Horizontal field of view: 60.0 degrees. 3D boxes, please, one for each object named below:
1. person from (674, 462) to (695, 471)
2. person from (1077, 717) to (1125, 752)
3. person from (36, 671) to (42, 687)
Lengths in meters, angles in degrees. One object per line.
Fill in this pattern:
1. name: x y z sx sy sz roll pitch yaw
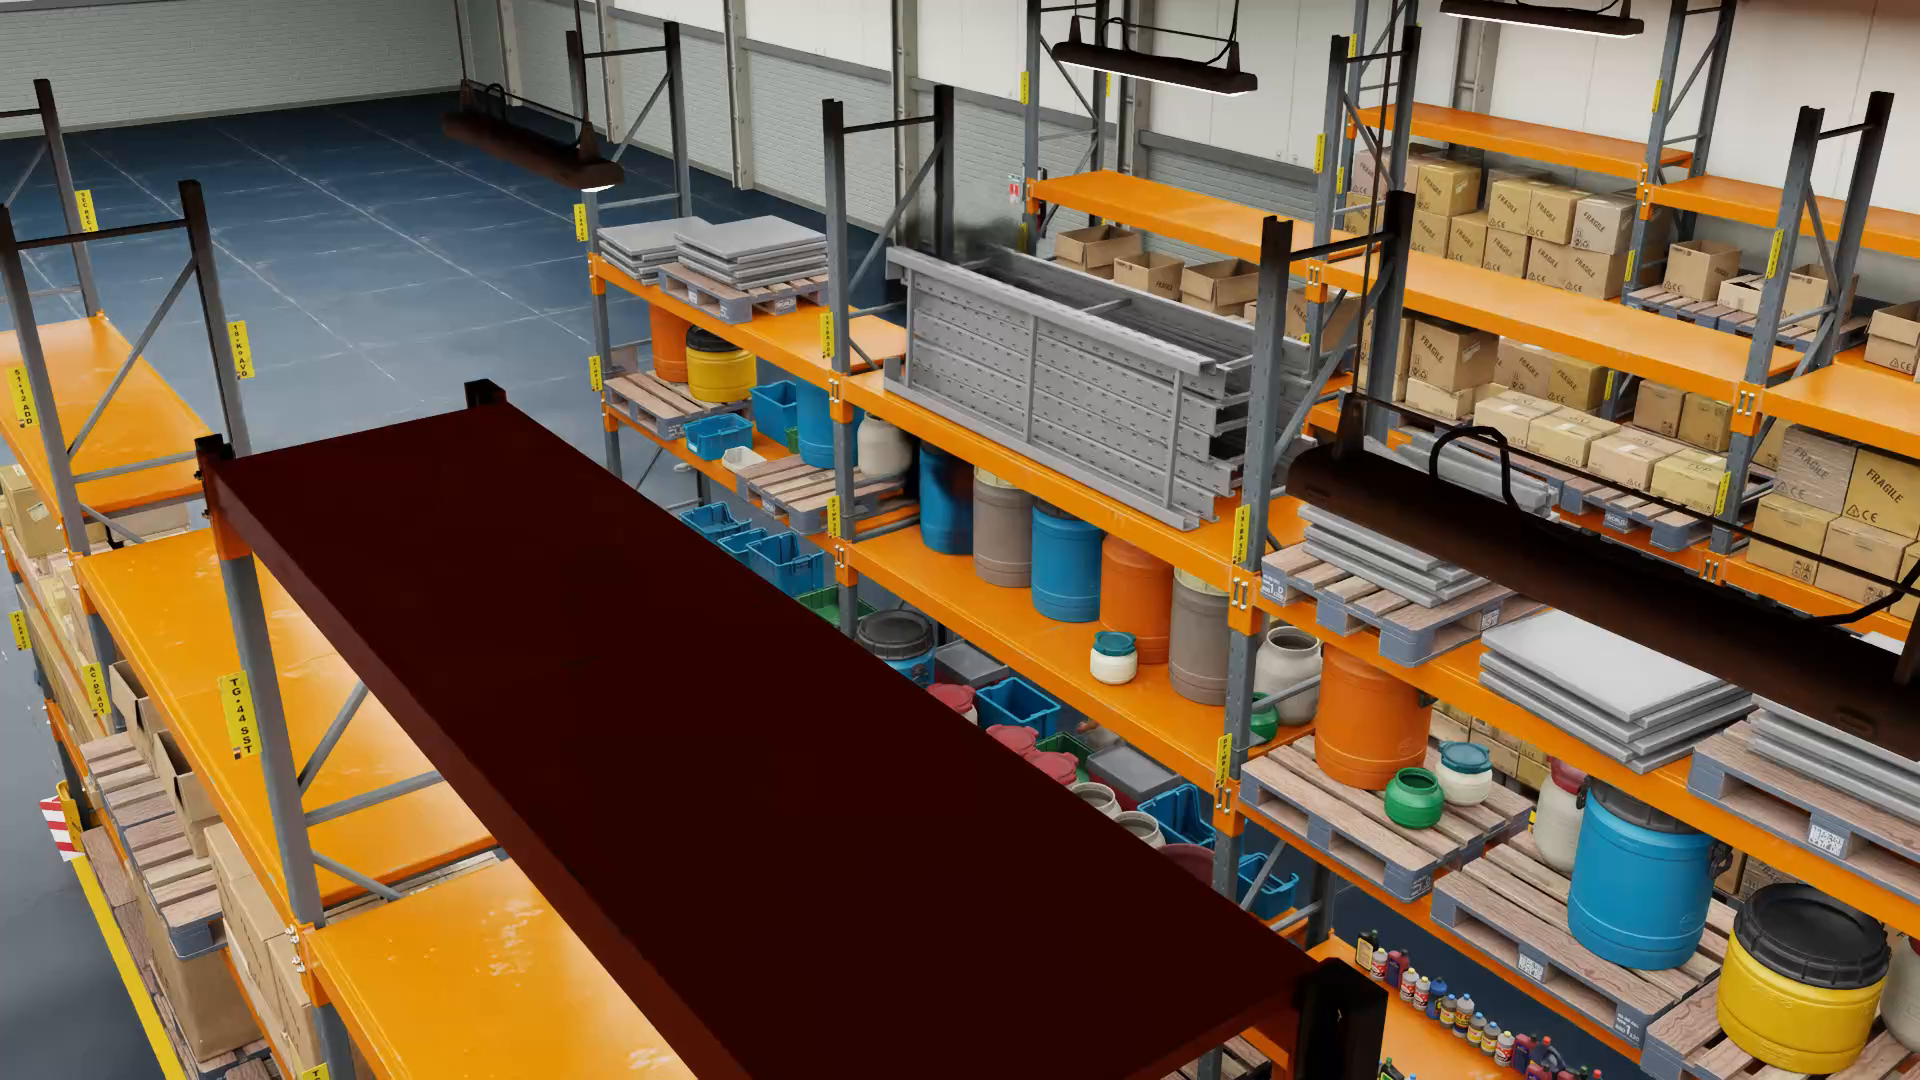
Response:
1. person: -3.274 -1.683 20.692 0.690 1.646 0.648 -11 27 -22
2. person: 1.236 1.599 13.582 0.563 1.628 0.639 -22 33 -39
3. person: -8.147 0.983 14.976 0.585 1.565 0.570 1 25 3
